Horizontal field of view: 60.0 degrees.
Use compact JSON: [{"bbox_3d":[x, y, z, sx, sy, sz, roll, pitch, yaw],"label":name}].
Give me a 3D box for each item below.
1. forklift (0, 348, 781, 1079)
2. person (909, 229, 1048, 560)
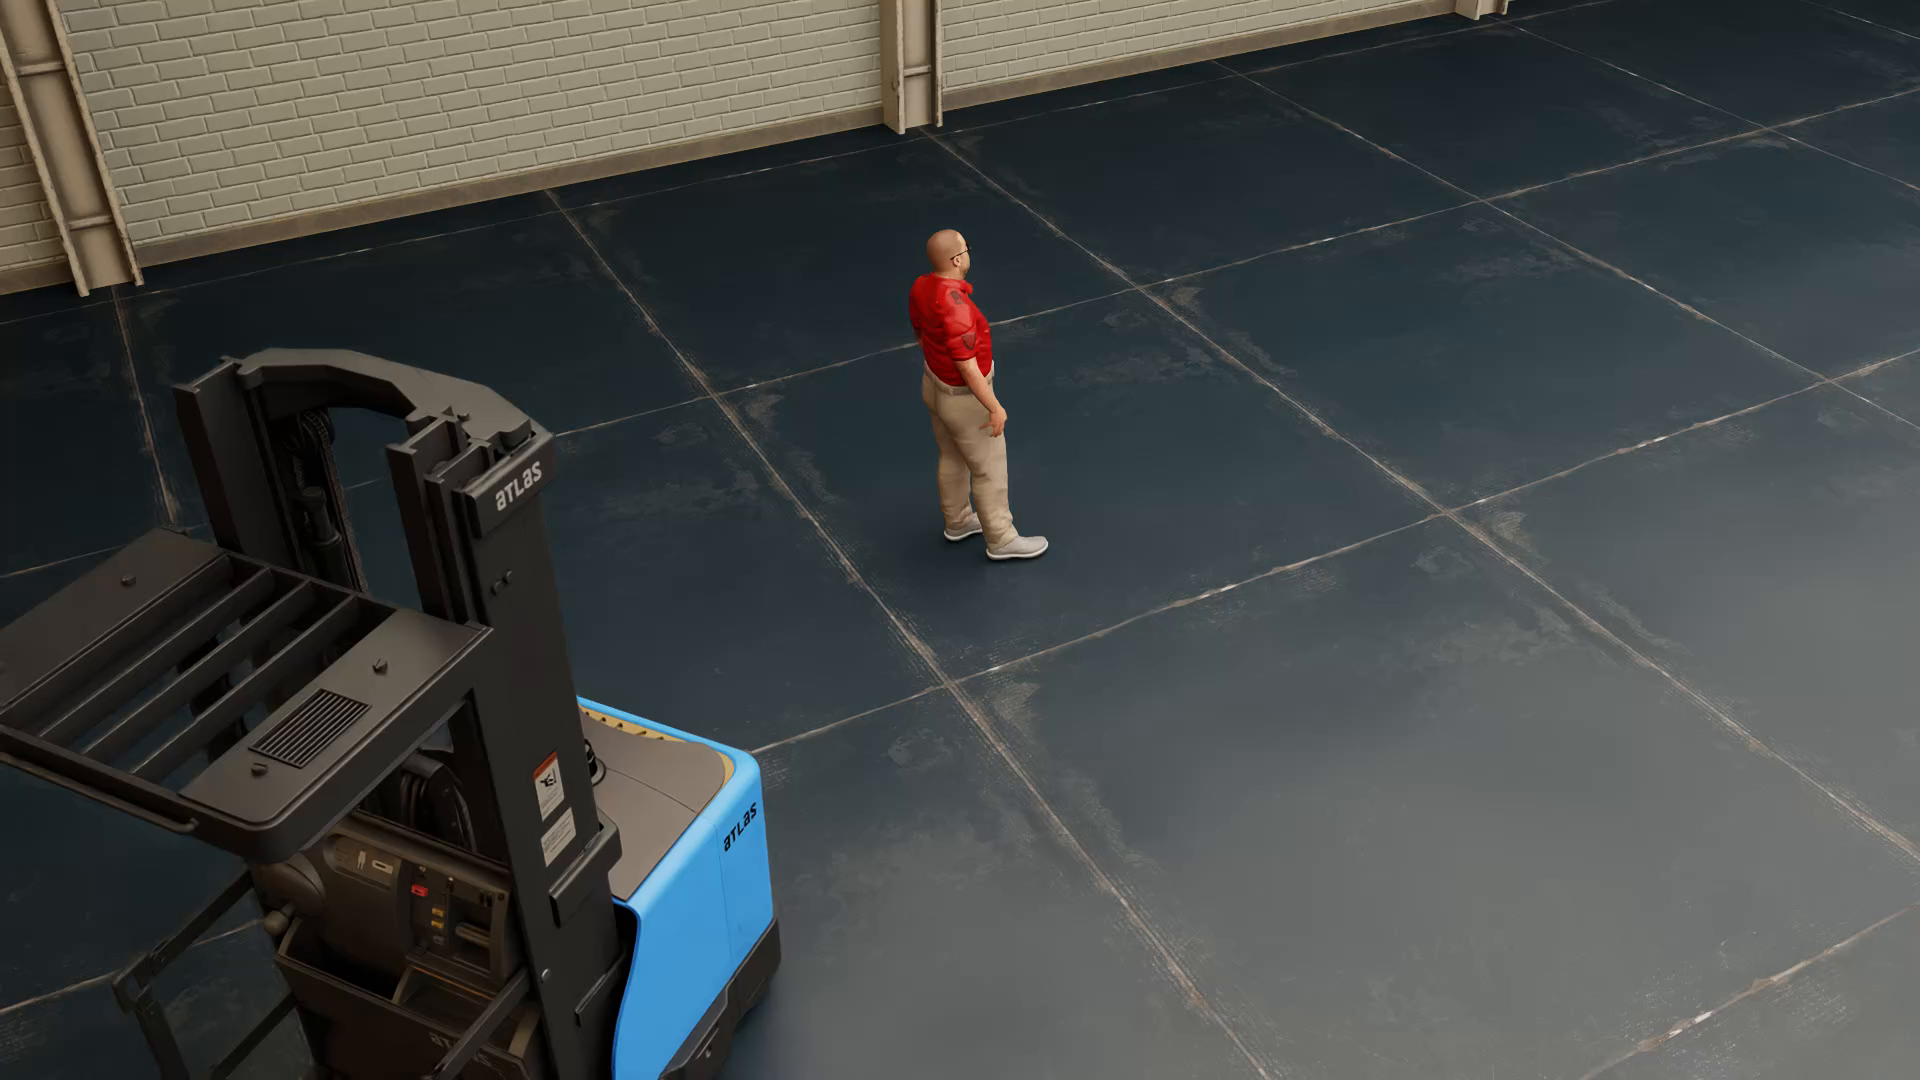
[{"bbox_3d":[-1.754,1.081,4.593,1.130,2.935,3.031,15,38,20],"label":"forklift"},{"bbox_3d":[0.085,-0.731,8.185,0.550,1.728,0.641,-17,39,-23],"label":"person"}]
